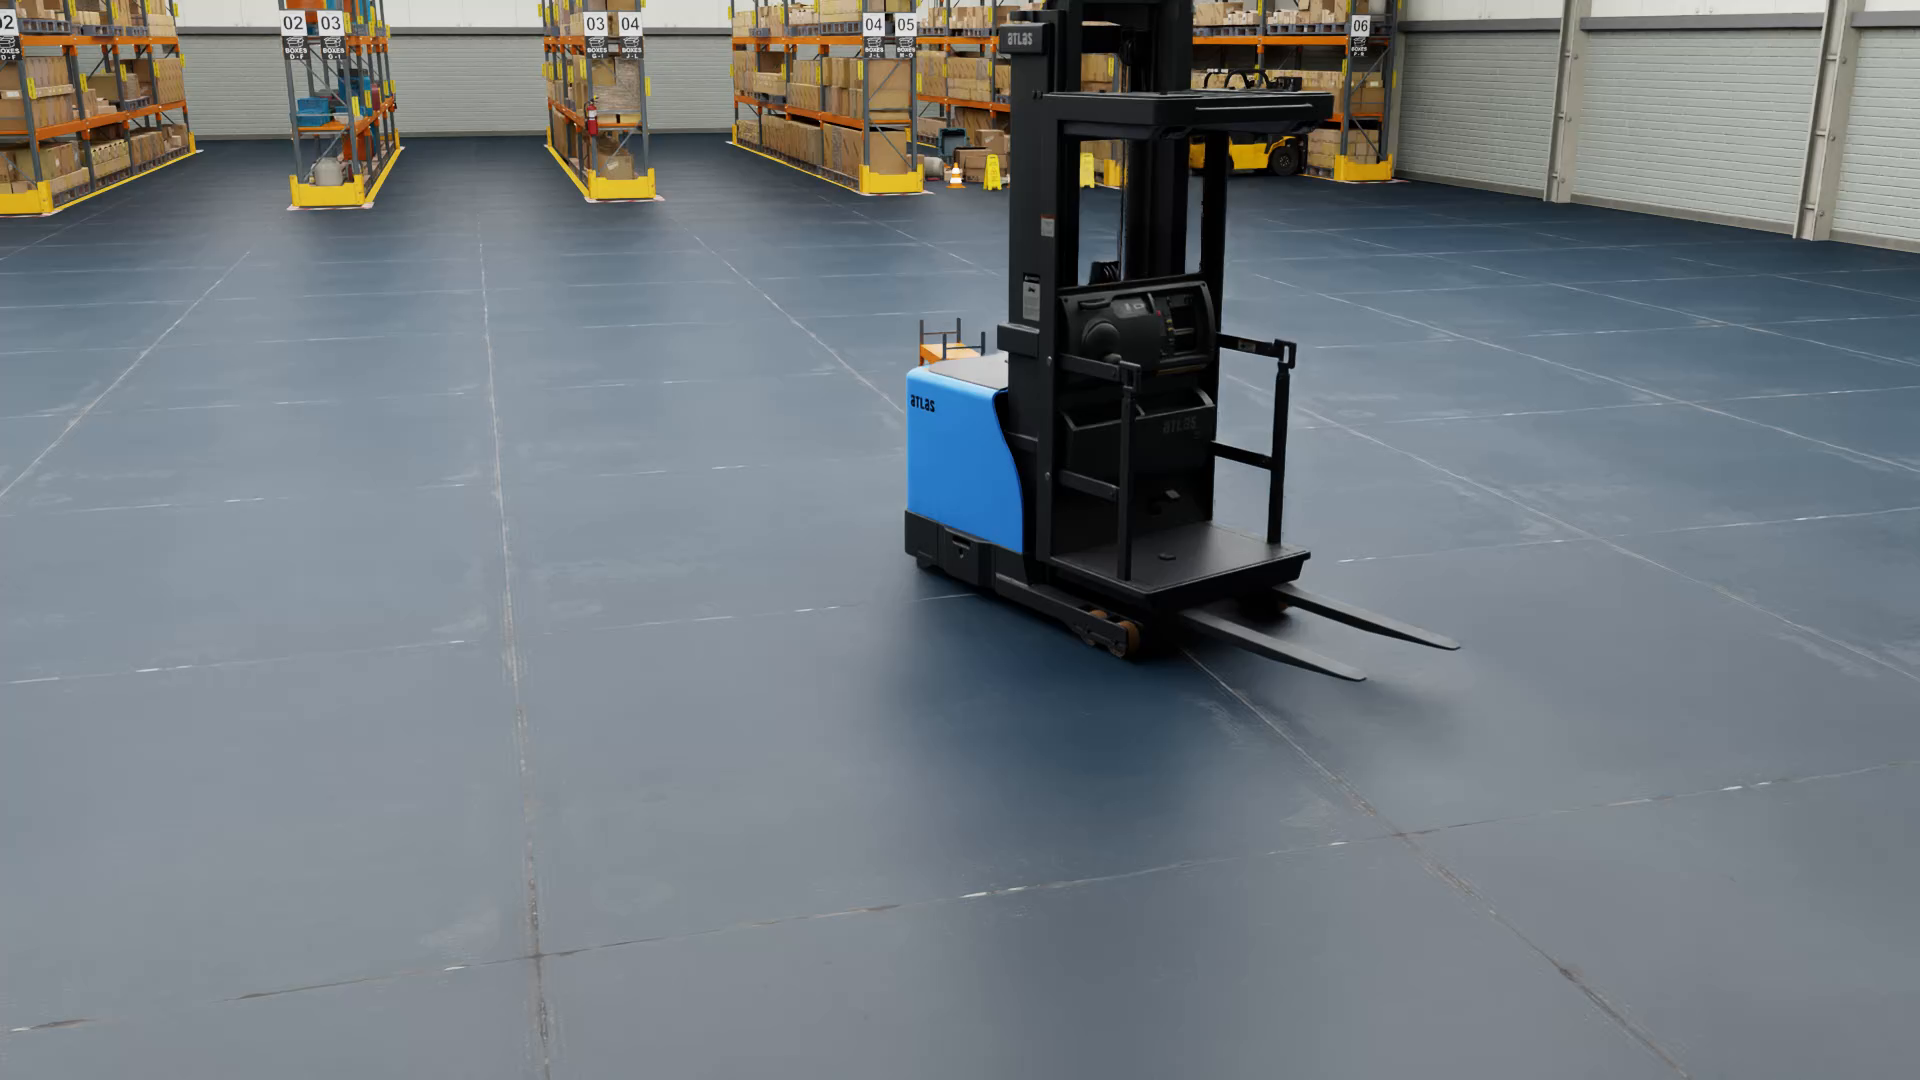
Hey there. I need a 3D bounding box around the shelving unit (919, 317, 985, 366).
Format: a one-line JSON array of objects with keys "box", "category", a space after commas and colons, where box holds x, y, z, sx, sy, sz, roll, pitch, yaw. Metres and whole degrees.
[{"box": [-0.046, -0.621, 9.433, 0.258, 1.200, 0.503, -5, 17, -15], "category": "shelving unit"}]

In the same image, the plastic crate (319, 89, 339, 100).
[{"box": [-12.904, -9.003, 34.097, 0.402, 0.464, 0.583, -5, 17, -15], "category": "plastic crate"}]

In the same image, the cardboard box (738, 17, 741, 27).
[{"box": [-5.550, -13.589, 43.655, 0.500, 0.250, 0.500, -4, 17, -15], "category": "cardboard box"}]

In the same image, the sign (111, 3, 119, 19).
[{"box": [-17.281, -10.816, 33.996, 0.100, 0.325, 0.005, -5, 17, -15], "category": "sign"}]

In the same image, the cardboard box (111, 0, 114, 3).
[{"box": [-18.211, -11.419, 35.128, 0.500, 0.500, 0.500, -5, 17, -15], "category": "cardboard box"}]

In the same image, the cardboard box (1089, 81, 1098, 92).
[{"box": [2.888, -8.863, 33.053, 0.500, 0.500, 0.500, -5, 17, -15], "category": "cardboard box"}]

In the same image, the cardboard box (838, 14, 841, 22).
[{"box": [-2.132, -10.038, 31.976, 0.380, 0.149, 0.250, -4, 17, -15], "category": "cardboard box"}]

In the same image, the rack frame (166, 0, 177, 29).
[{"box": [-20.016, -14.139, 40.878, 1.000, 3.000, 0.127, -5, 17, -15], "category": "rack frame"}]

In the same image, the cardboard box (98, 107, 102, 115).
[{"box": [-17.413, -8.584, 33.251, 0.380, 0.149, 0.250, -3, 17, -11], "category": "cardboard box"}]

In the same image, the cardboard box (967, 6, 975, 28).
[{"box": [0.474, -12.768, 40.627, 0.500, 0.500, 0.500, -5, 17, -15], "category": "cardboard box"}]

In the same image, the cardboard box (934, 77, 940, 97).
[{"box": [-0.382, -12.022, 44.088, 0.500, 0.500, 0.500, -5, 17, -17], "category": "cardboard box"}]

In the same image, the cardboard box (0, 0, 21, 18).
[{"box": [-15.773, -8.753, 27.011, 0.797, 0.503, 0.637, -3, 17, -11], "category": "cardboard box"}]

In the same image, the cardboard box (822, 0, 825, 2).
[{"box": [-2.551, -10.842, 33.263, 0.380, 0.149, 0.250, -5, 17, -16], "category": "cardboard box"}]

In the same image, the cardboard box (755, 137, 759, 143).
[{"box": [-5.029, -10.223, 42.496, 0.380, 0.149, 0.250, -4, 17, -15], "category": "cardboard box"}]

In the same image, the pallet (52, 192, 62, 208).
[{"box": [-15.869, -5.712, 28.102, 1.003, 0.211, 1.213, -5, 17, -15], "category": "pallet"}]

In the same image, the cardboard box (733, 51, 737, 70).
[{"box": [-5.825, -12.936, 44.874, 0.500, 0.500, 0.500, -5, 17, -16], "category": "cardboard box"}]

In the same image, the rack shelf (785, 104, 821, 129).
[{"box": [-2.945, -9.301, 36.453, 1.077, 0.370, 4.000, -5, 17, -15], "category": "rack shelf"}]

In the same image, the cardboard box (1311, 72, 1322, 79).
[{"box": [7.535, -9.656, 34.566, 0.380, 0.149, 0.250, -4, 17, -14], "category": "cardboard box"}]

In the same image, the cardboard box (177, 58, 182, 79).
[{"box": [-19.629, -11.691, 41.246, 0.500, 0.500, 0.500, -5, 17, -16], "category": "cardboard box"}]

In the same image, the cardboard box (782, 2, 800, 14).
[{"box": [-3.856, -12.141, 37.939, 0.396, 0.266, 0.258, -5, 17, -15], "category": "cardboard box"}]

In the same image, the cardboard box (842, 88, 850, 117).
[{"box": [-1.832, -8.615, 32.659, 0.875, 0.550, 0.500, -5, 17, -15], "category": "cardboard box"}]

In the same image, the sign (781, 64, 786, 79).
[{"box": [-4.014, -10.670, 37.884, 0.100, 0.325, 0.005, -5, 17, -15], "category": "sign"}]

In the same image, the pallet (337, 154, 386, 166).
[{"box": [-13.642, -8.659, 37.913, 1.003, 0.211, 1.213, -5, 17, -15], "category": "pallet"}]

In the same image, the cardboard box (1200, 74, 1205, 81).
[{"box": [5.983, -11.116, 39.943, 0.380, 0.149, 0.250, -4, 17, -14], "category": "cardboard box"}]

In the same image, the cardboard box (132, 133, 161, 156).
[{"box": [-18.378, -8.921, 37.518, 0.500, 0.500, 0.500, -5, 17, -15], "category": "cardboard box"}]

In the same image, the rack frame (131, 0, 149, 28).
[{"box": [-18.917, -13.032, 37.195, 1.000, 3.000, 0.127, -5, 17, -15], "category": "rack frame"}]

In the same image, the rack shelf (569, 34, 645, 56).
[{"box": [-6.642, -9.267, 31.125, 1.077, 0.370, 4.000, -5, 17, -15], "category": "rack shelf"}]

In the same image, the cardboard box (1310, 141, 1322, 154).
[{"box": [7.645, -8.172, 34.624, 0.500, 0.250, 0.500, -5, 17, -16], "category": "cardboard box"}]

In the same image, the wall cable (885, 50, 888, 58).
[{"box": [-2.534, -14.891, 51.989, 0.585, 1.953, 0.123, -5, 17, -15], "category": "wall cable"}]

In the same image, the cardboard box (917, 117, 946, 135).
[{"box": [-0.684, -11.630, 46.680, 0.875, 0.438, 0.875, -5, 18, -17], "category": "cardboard box"}]

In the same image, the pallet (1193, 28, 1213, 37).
[{"box": [6.281, -12.177, 39.891, 1.213, 0.211, 1.003, -4, 17, -13], "category": "pallet"}]

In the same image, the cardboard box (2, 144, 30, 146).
[{"box": [-16.617, -6.760, 29.488, 0.500, 0.500, 0.500, -5, 17, -15], "category": "cardboard box"}]

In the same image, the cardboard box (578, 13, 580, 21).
[{"box": [-6.700, -9.446, 30.037, 0.380, 0.149, 0.250, -5, 17, -15], "category": "cardboard box"}]

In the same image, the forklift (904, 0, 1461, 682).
[{"box": [0.984, -1.024, 7.766, 1.130, 2.935, 3.031, -12, 21, -35], "category": "forklift"}]

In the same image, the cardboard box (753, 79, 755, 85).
[{"box": [-4.928, -11.383, 41.324, 0.380, 0.149, 0.250, -4, 17, -14], "category": "cardboard box"}]

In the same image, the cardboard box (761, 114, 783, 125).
[{"box": [-4.645, -10.443, 41.316, 0.500, 0.250, 0.500, -5, 18, -18], "category": "cardboard box"}]

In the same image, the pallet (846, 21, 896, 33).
[{"box": [-1.510, -9.585, 31.086, 1.003, 0.211, 1.213, -5, 17, -15], "category": "pallet"}]

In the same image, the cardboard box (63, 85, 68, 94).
[{"box": [-16.297, -8.106, 29.921, 0.380, 0.149, 0.250, -5, 17, -17], "category": "cardboard box"}]

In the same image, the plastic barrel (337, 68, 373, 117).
[{"box": [-11.769, -8.708, 32.355, 0.600, 0.901, 0.708, -5, 17, -15], "category": "plastic barrel"}]

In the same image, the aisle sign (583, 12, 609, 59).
[{"box": [-6.364, -8.826, 29.102, 0.394, 0.787, 0.004, -5, 17, -15], "category": "aisle sign"}]

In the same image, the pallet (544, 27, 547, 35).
[{"box": [-10.276, -13.237, 43.246, 1.003, 0.211, 1.213, -5, 17, -15], "category": "pallet"}]

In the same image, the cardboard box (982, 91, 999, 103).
[{"box": [0.849, -10.666, 40.006, 0.500, 0.250, 0.500, -5, 18, -17], "category": "cardboard box"}]

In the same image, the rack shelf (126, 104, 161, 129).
[{"box": [-18.367, -9.261, 36.320, 1.077, 0.370, 4.000, -5, 17, -15], "category": "rack shelf"}]

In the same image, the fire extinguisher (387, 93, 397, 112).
[{"box": [-14.857, -11.518, 43.365, 0.296, 0.674, 0.183, -5, 17, -15], "category": "fire extinguisher"}]

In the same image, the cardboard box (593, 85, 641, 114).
[{"box": [-6.218, -7.967, 30.068, 0.875, 0.500, 0.500, -5, 17, -15], "category": "cardboard box"}]

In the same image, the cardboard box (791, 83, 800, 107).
[{"box": [-3.488, -9.961, 37.225, 0.500, 0.500, 0.500, -5, 17, -16], "category": "cardboard box"}]

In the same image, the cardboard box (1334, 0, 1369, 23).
[{"box": [7.851, -10.635, 33.353, 0.500, 0.500, 0.500, -4, 17, -13], "category": "cardboard box"}]

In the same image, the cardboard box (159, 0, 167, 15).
[{"box": [-19.859, -13.088, 40.683, 0.700, 0.500, 0.500, -5, 17, -15], "category": "cardboard box"}]

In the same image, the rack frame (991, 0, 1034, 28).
[{"box": [1.237, -13.491, 38.724, 1.000, 3.000, 0.127, -5, 17, -15], "category": "rack frame"}]

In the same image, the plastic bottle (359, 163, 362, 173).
[{"box": [-11.363, -6.996, 31.486, 0.061, 0.283, 0.133, -4, 17, -12], "category": "plastic bottle"}]

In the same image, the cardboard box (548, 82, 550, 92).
[{"box": [-10.334, -11.682, 42.871, 0.500, 0.250, 0.500, -5, 18, -17], "category": "cardboard box"}]

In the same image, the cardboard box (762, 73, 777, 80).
[{"box": [-4.571, -11.168, 40.090, 0.380, 0.149, 0.250, -4, 17, -13], "category": "cardboard box"}]

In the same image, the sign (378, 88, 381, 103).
[{"box": [-12.527, -9.567, 35.803, 0.100, 0.325, 0.005, -5, 17, -15], "category": "sign"}]

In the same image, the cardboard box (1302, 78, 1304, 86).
[{"box": [7.348, -9.726, 35.314, 0.380, 0.149, 0.250, -5, 17, -16], "category": "cardboard box"}]
